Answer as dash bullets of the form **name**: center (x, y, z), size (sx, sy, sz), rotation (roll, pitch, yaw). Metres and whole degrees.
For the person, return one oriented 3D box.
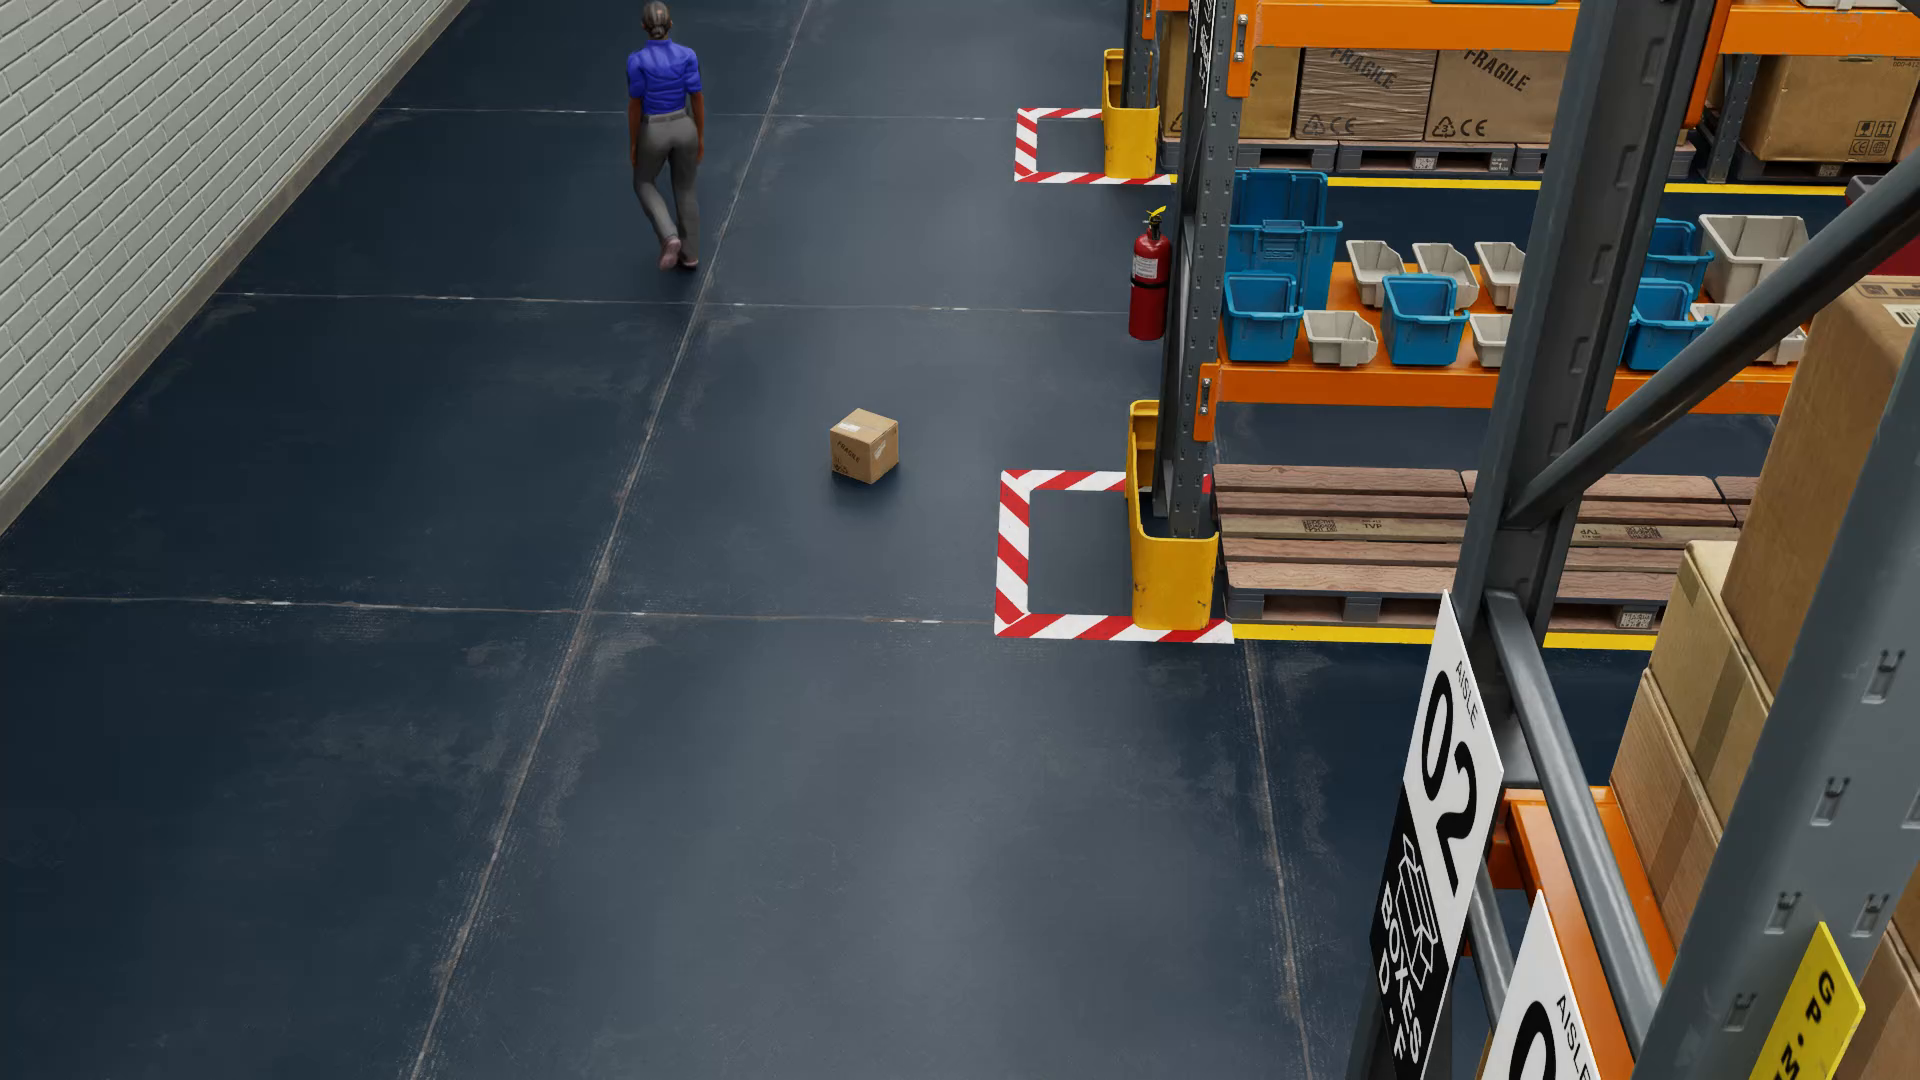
- **person**: center (-1.747, -2.395, 9.913), size (0.472, 1.651, 0.467), rotation (-13, 38, -18)
